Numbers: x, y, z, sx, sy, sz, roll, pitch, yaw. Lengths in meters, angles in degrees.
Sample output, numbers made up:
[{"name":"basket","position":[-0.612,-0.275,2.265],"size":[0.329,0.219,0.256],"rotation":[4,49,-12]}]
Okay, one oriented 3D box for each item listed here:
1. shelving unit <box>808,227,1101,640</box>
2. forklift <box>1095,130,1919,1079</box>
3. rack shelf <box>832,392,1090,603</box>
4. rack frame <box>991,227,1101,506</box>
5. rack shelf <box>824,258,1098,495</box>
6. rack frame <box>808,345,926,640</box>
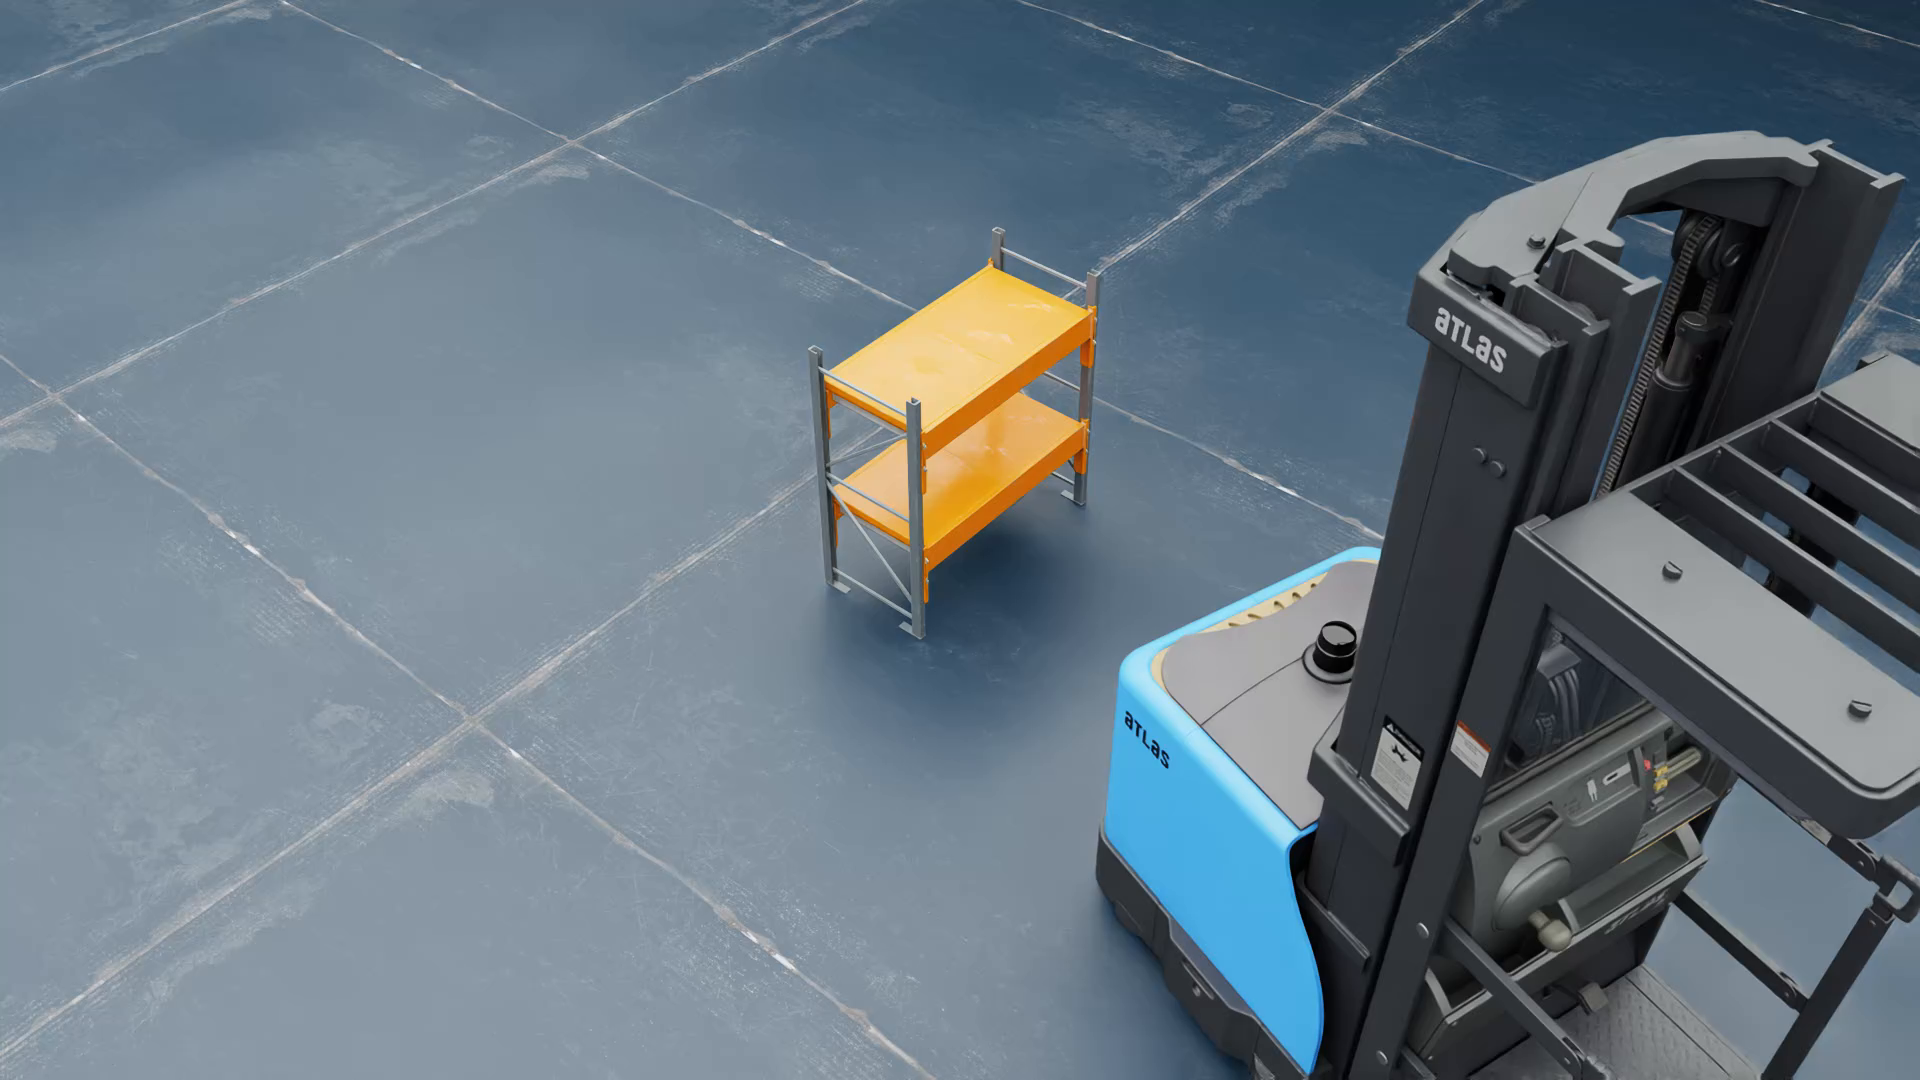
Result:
[{"name":"shelving unit","position":[-0.004,-0.413,6.368],"size":[0.538,1.125,1.048],"rotation":[29,50,28]},{"name":"forklift","position":[1.646,0.720,3.780],"size":[1.130,2.935,3.031],"rotation":[-23,47,-23]},{"name":"rack shelf","position":[-0.004,-0.232,6.532],"size":[0.538,0.278,1.000],"rotation":[29,50,28]},{"name":"rack frame","position":[0.323,-0.674,6.656],"size":[0.500,1.125,0.032],"rotation":[29,50,28]},{"name":"rack shelf","position":[-0.004,-0.629,6.171],"size":[0.538,0.278,1.000],"rotation":[29,50,28]},{"name":"rack frame","position":[-0.332,-0.151,6.080],"size":[0.500,1.125,0.032],"rotation":[29,50,28]}]
